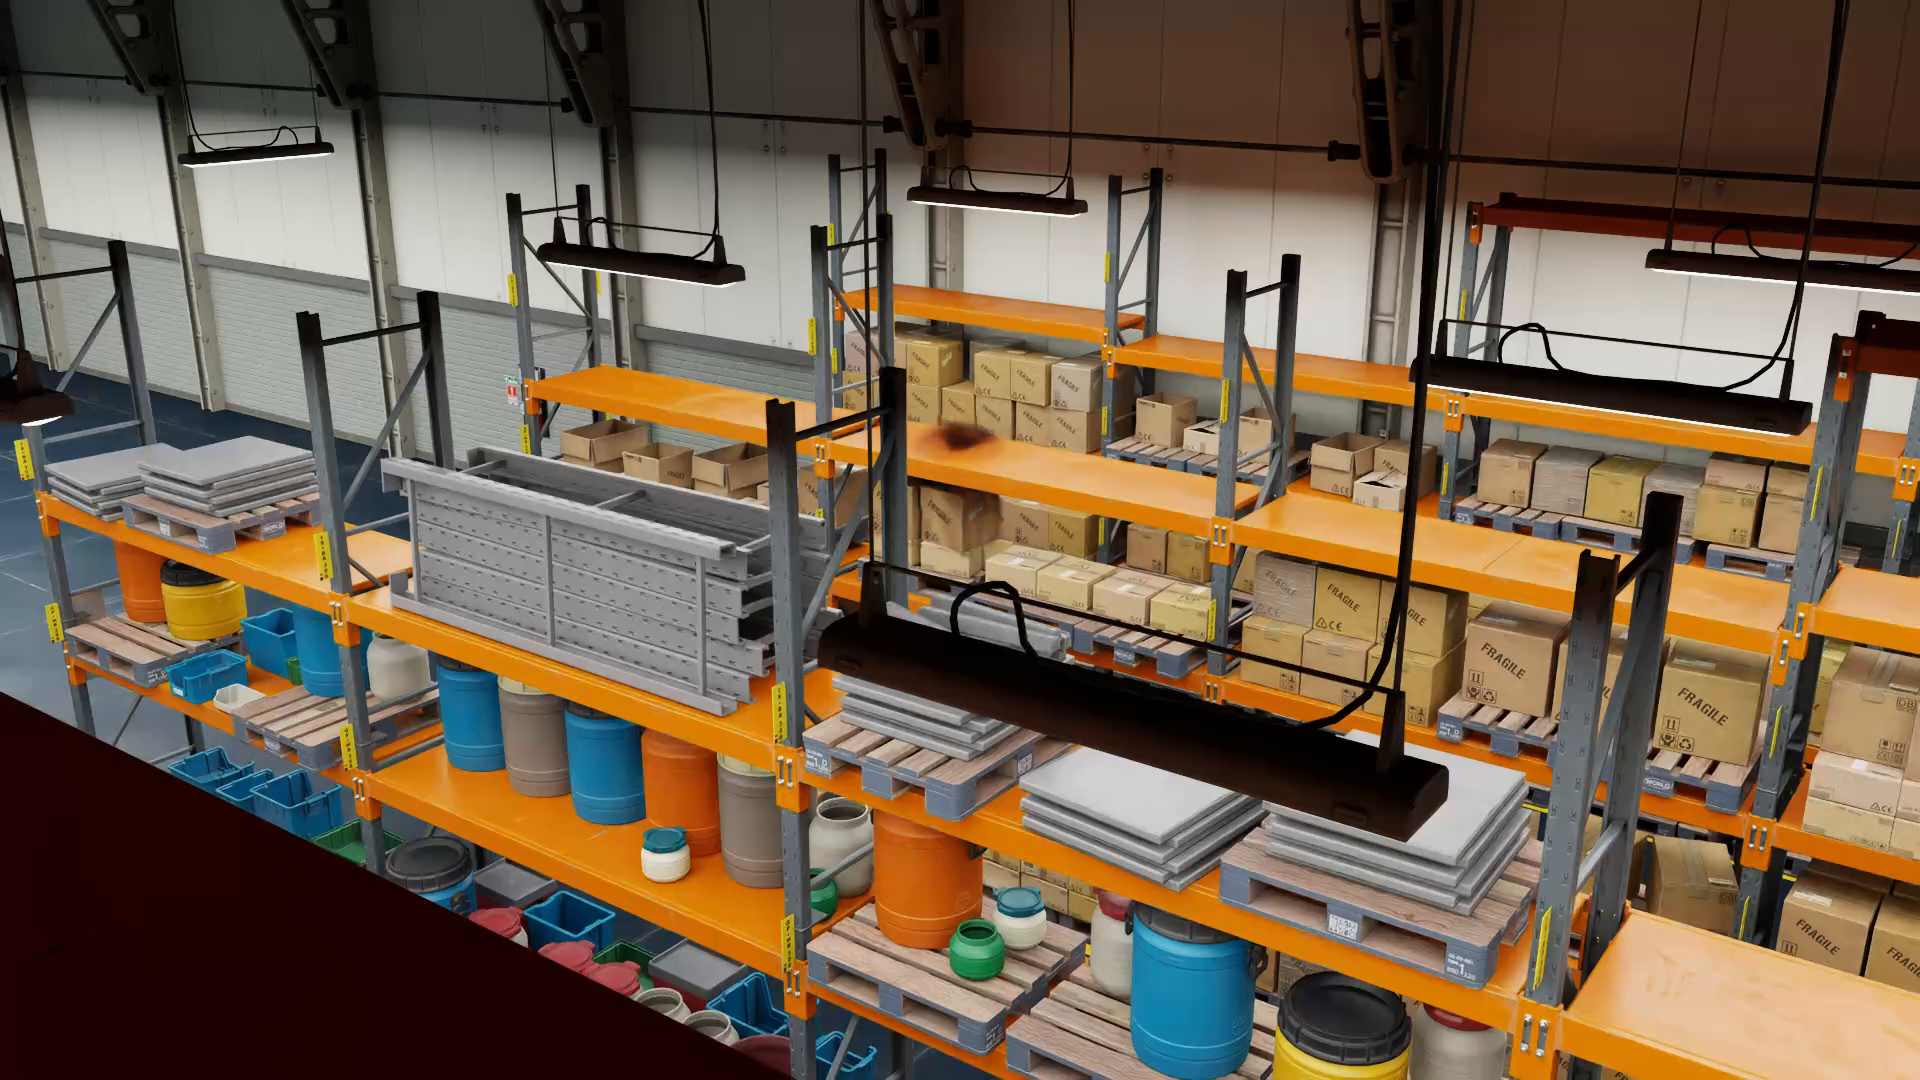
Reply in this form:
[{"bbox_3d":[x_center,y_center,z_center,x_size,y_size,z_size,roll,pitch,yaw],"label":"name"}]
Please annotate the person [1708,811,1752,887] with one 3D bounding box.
[{"bbox_3d":[6.835,2.593,14.681,0.528,1.743,0.572,-13,22,-34],"label":"person"}]
